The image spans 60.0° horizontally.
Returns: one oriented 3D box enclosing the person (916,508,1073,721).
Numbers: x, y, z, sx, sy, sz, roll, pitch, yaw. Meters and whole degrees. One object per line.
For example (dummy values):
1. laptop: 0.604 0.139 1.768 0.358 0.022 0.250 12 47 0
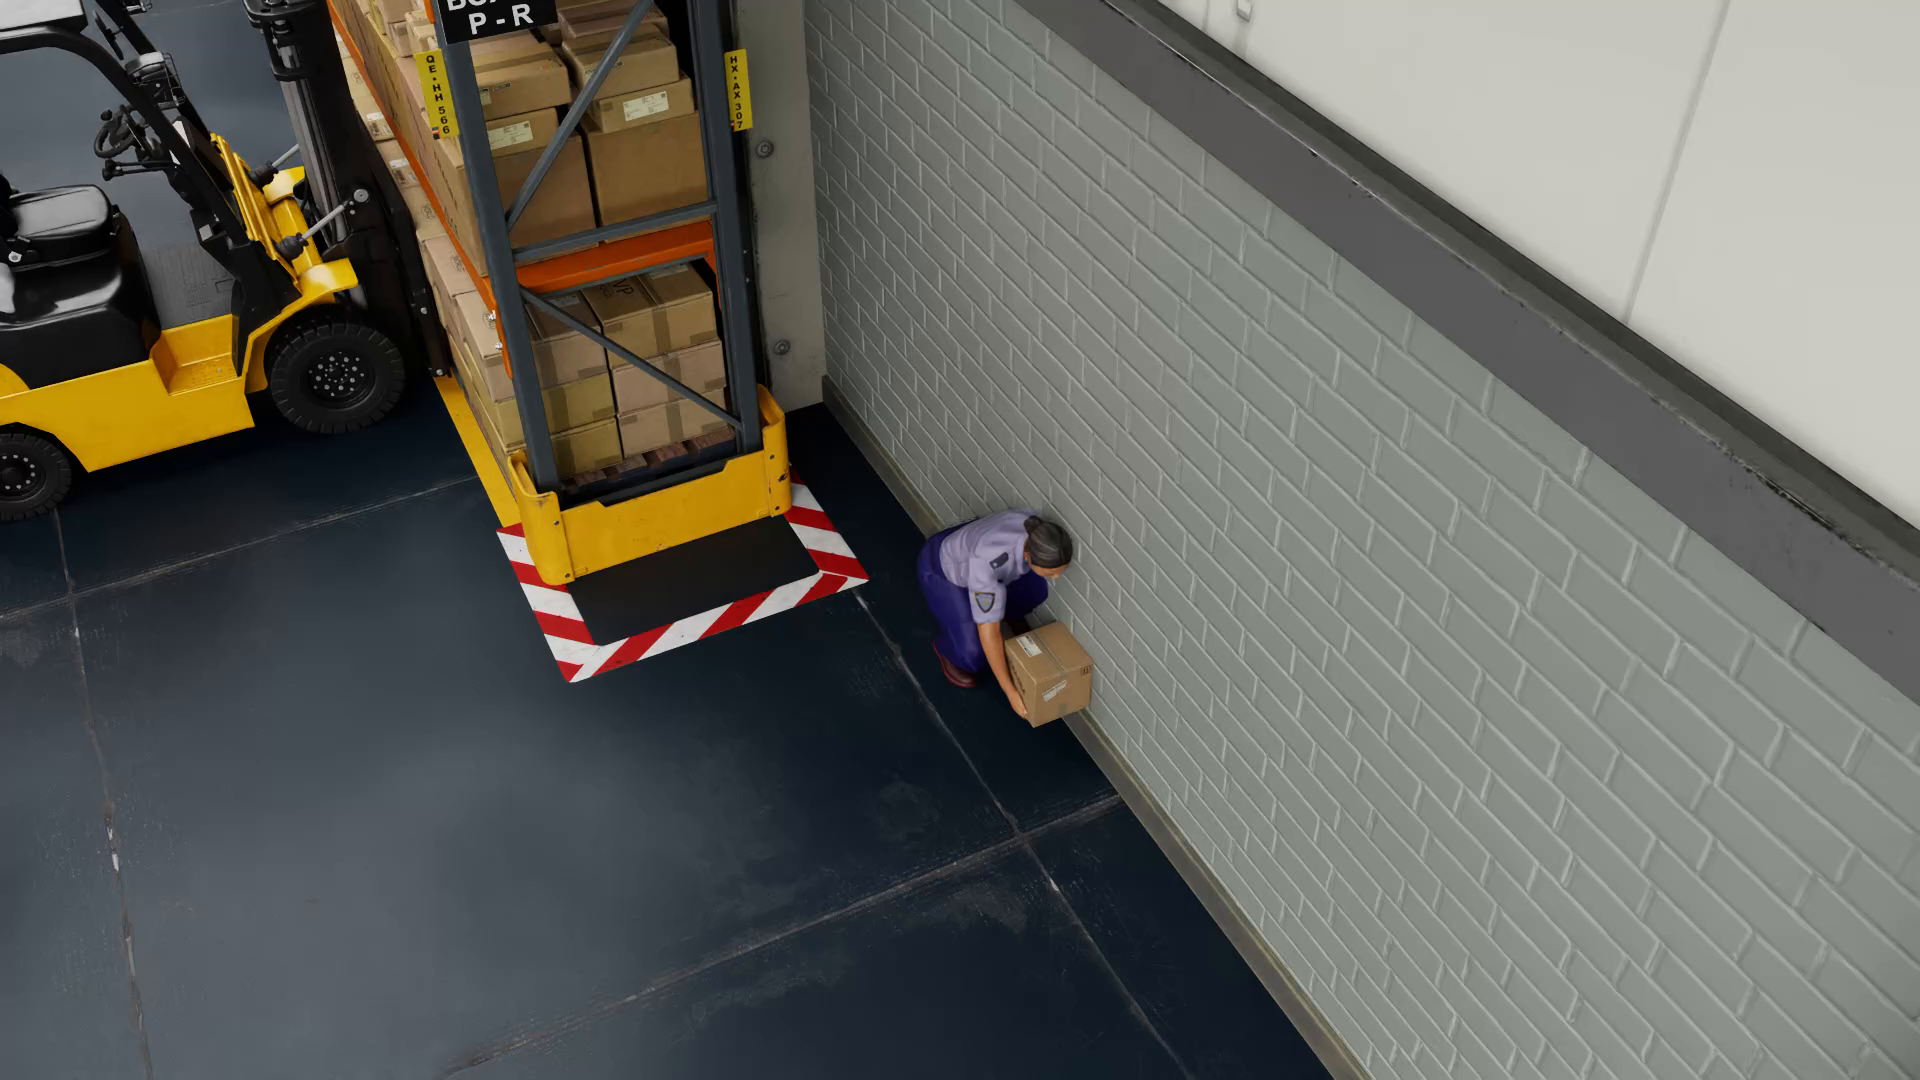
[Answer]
1. person: 0.179 0.199 6.481 0.527 0.949 0.850 -19 45 -20
